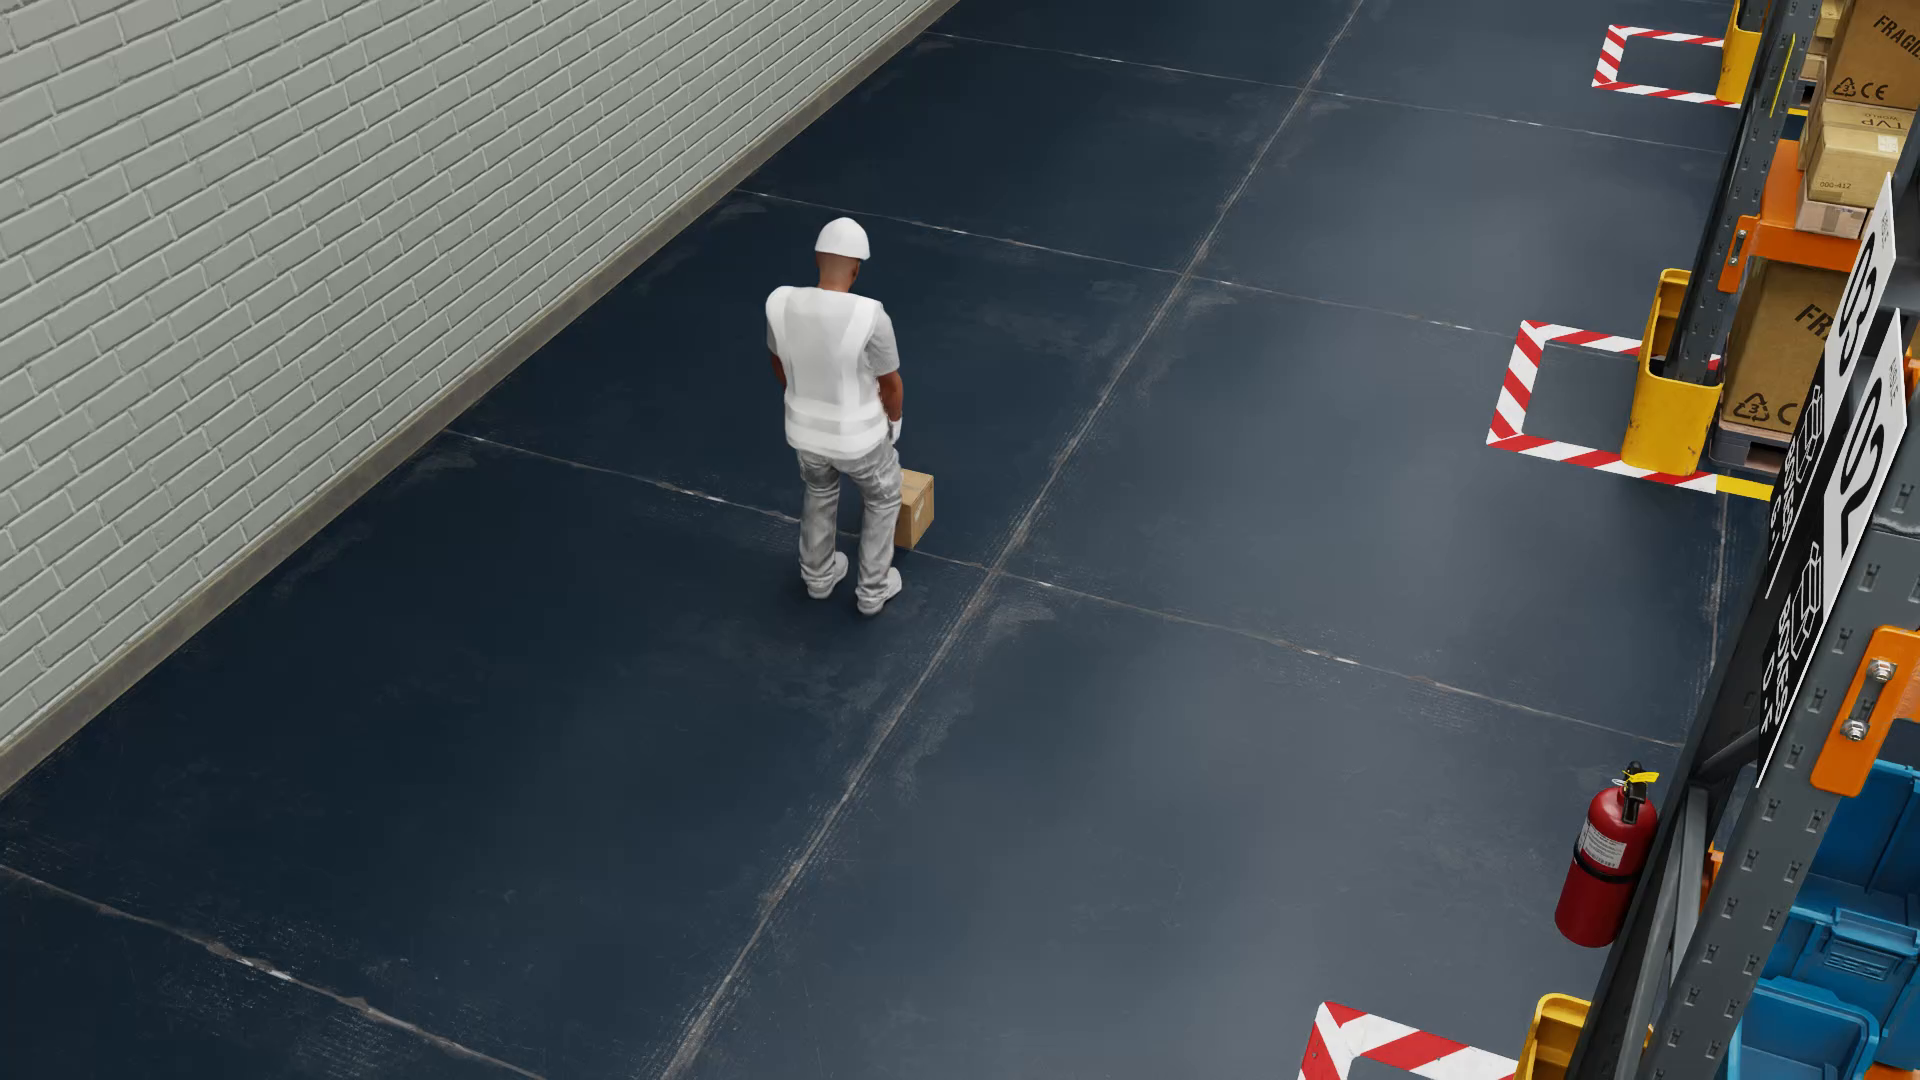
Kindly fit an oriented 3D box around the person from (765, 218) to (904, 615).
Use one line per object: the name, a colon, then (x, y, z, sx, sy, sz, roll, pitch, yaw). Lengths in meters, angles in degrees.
person: (-0.496, -0.484, 6.826, 0.576, 1.721, 0.477, 15, 40, 19)
